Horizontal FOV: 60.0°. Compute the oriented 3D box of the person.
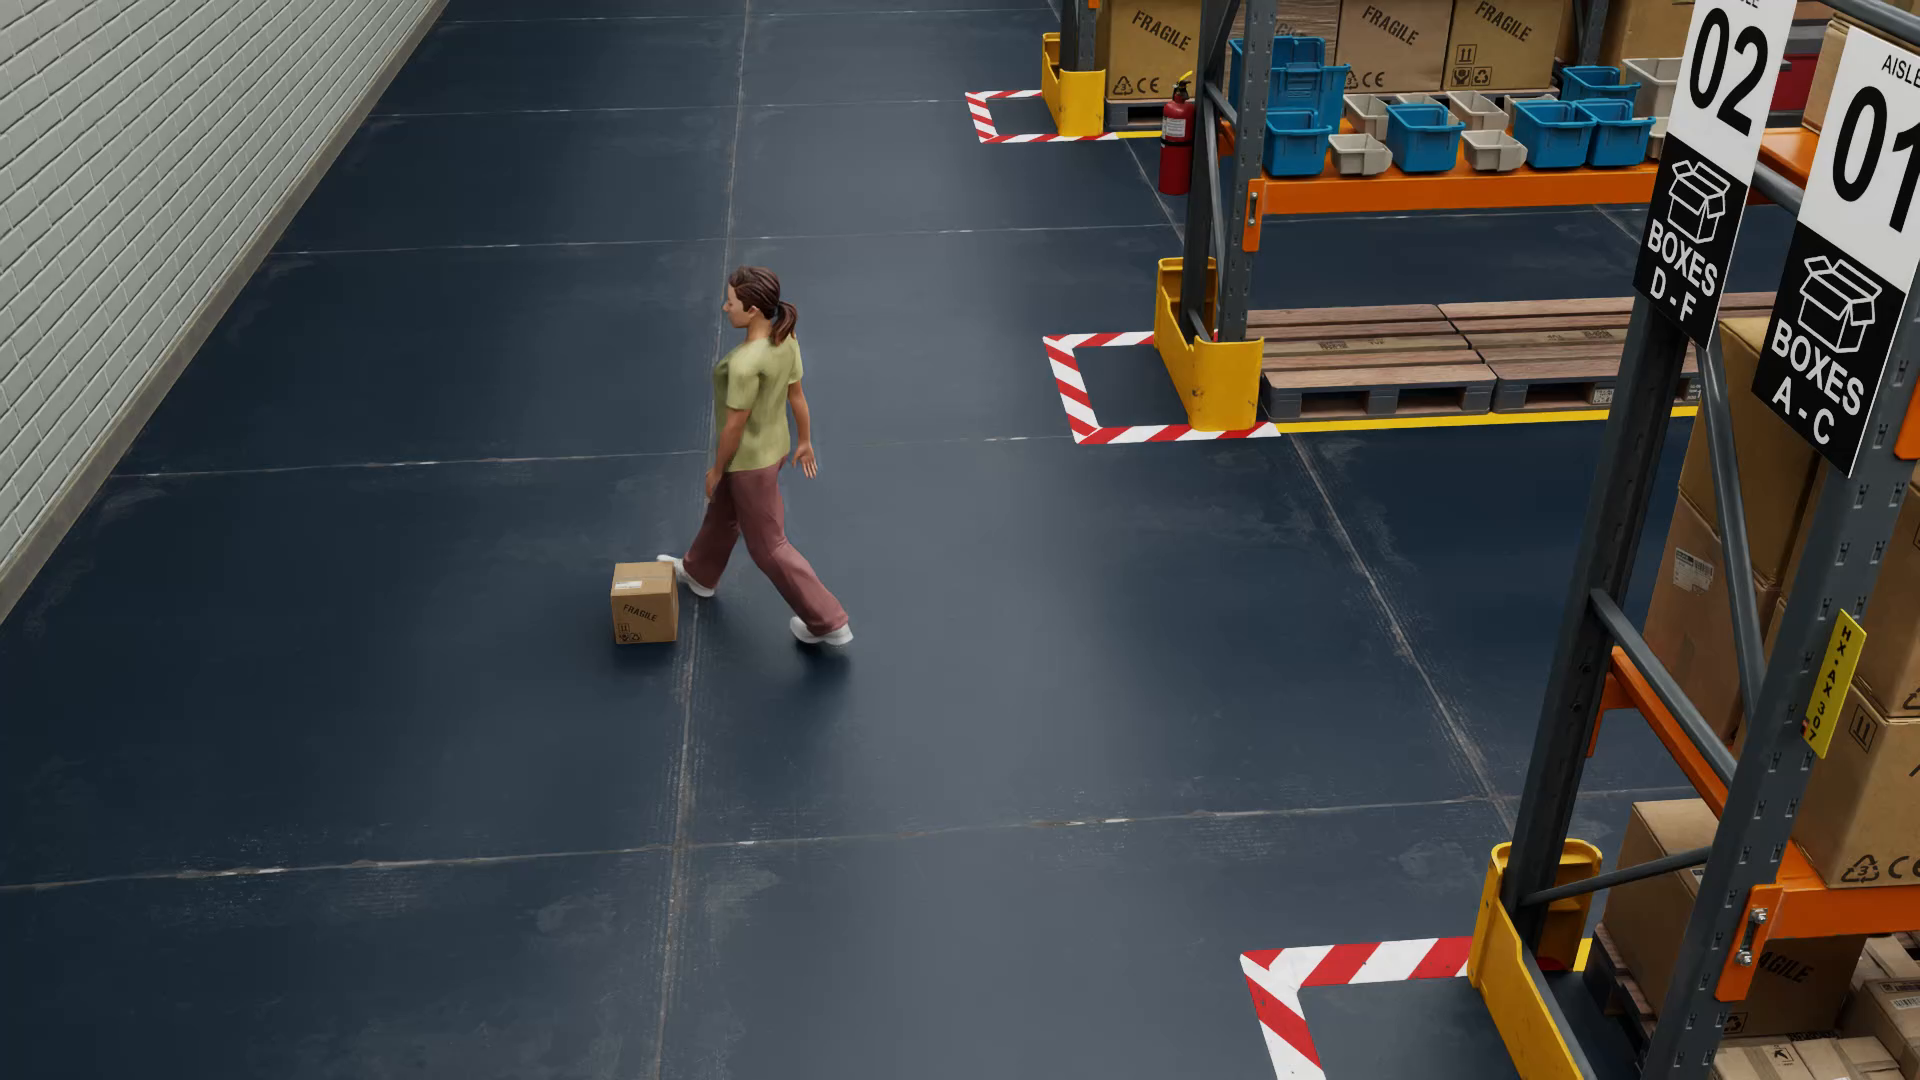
[{"bbox_3d":[-0.898,-0.355,6.758,1.041,1.610,0.461,10,33,16],"label":"person"}]
